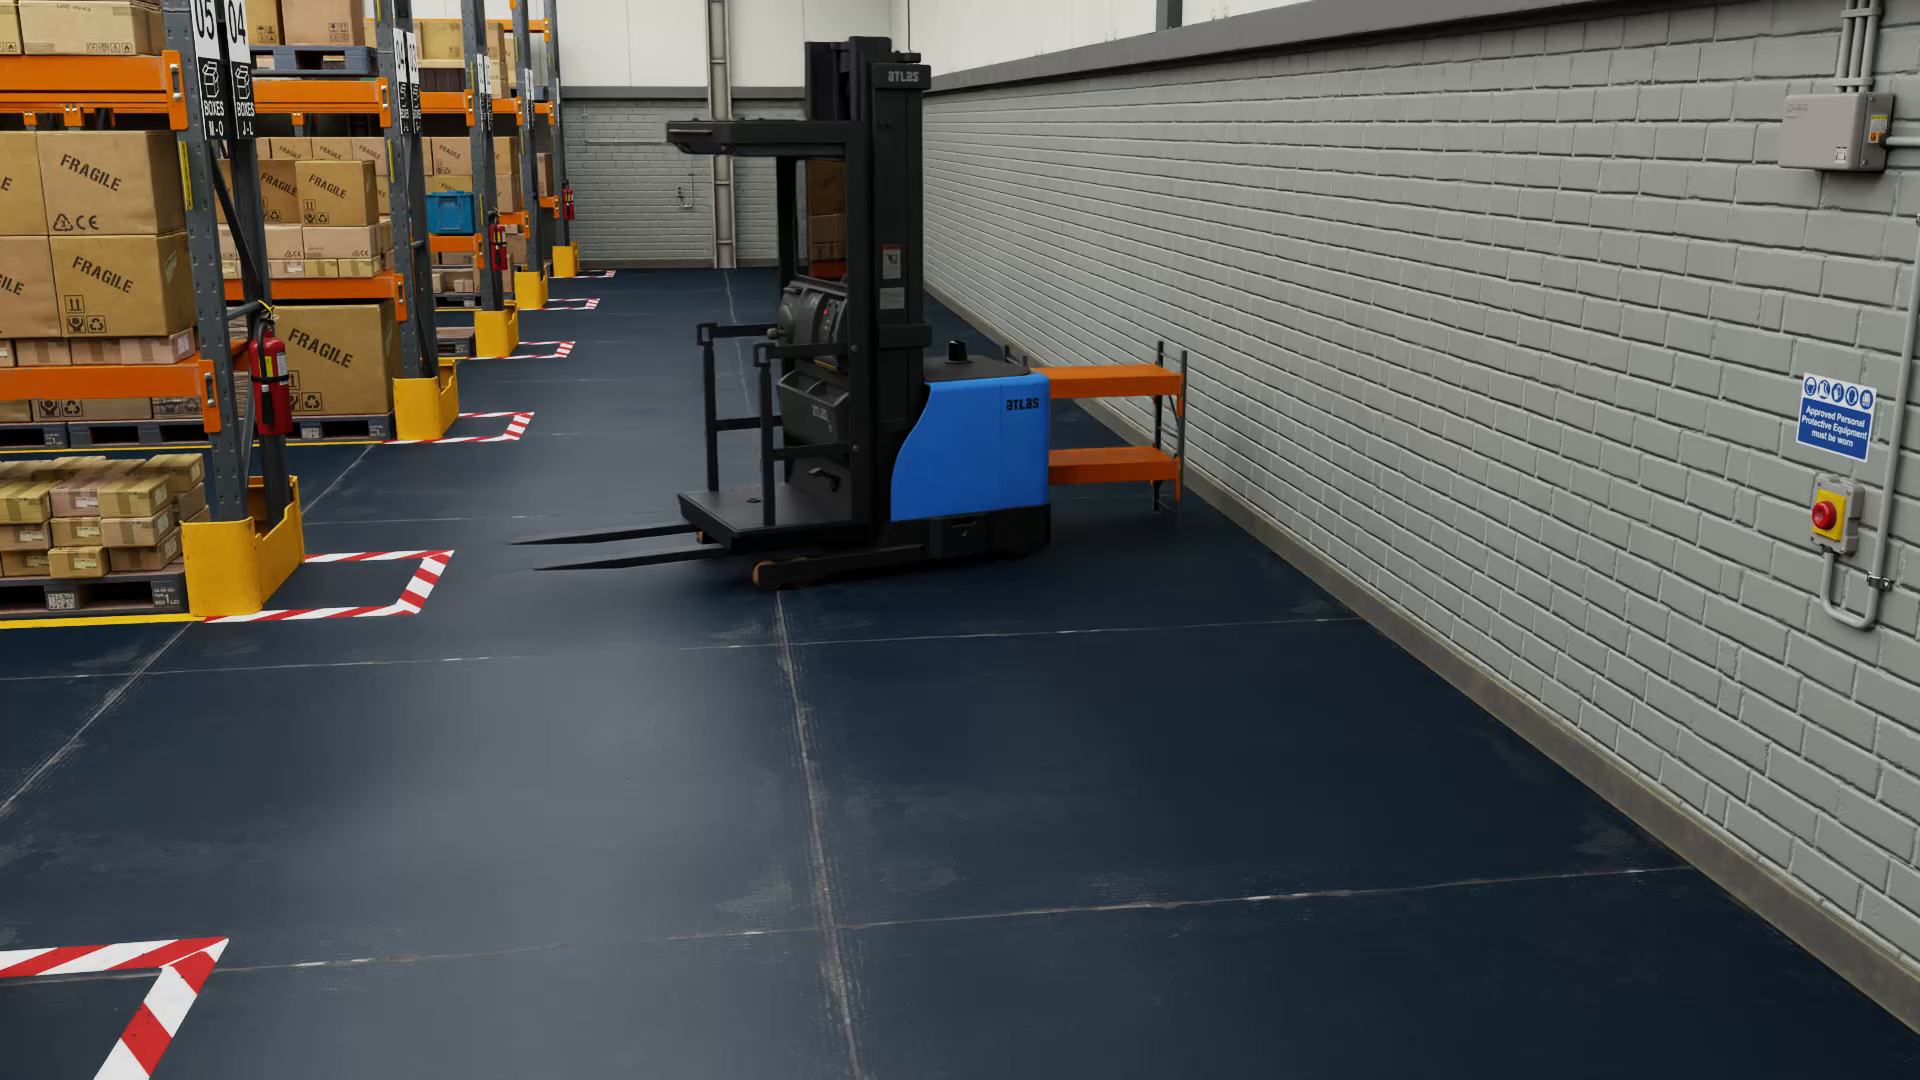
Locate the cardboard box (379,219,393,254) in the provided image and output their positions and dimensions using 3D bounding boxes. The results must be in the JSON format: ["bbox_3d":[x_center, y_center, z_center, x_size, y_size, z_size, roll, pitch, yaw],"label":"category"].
[{"bbox_3d":[-5.001,-2.517,13.790,0.500,0.250,0.500,-2,14,-10],"label":"cardboard box"}]

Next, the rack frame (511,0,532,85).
[{"bbox_3d":[-5.958,-7.691,22.391,0.127,3.000,1.000,-2,14,-8],"label":"rack frame"}]

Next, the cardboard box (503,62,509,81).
[{"bbox_3d":[-6.505,-6.450,22.888,0.500,0.250,0.500,-2,14,-8],"label":"cardboard box"}]

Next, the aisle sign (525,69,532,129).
[{"bbox_3d":[-5.845,-5.971,22.520,0.004,0.787,0.394,-2,14,-8],"label":"aisle sign"}]

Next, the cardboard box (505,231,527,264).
[{"bbox_3d":[-7.377,-4.914,27.927,0.500,0.500,0.700,-2,14,-8],"label":"cardboard box"}]

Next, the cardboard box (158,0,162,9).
[{"bbox_3d":[-4.330,-2.872,8.623,0.500,0.250,0.500,-2,14,-7],"label":"cardboard box"}]

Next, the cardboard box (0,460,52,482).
[{"bbox_3d":[-5.172,-0.328,9.136,0.250,0.149,0.380,-3,14,-11],"label":"cardboard box"}]

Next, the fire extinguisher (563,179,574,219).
[{"bbox_3d":[-6.482,-5.649,27.505,0.183,0.674,0.296,-2,14,-8],"label":"fire extinguisher"}]

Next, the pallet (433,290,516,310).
[{"bbox_3d":[-6.822,-3.397,23.332,1.213,0.211,1.003,-2,14,-8],"label":"pallet"}]

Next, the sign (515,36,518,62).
[{"bbox_3d":[-5.895,-6.531,22.112,0.005,0.325,0.100,-2,14,-8],"label":"sign"}]

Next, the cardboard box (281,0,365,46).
[{"bbox_3d":[-4.992,-4.122,13.051,0.500,0.500,0.700,-3,14,-12],"label":"cardboard box"}]

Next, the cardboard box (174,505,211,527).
[{"bbox_3d":[-4.413,-0.080,9.373,0.250,0.149,0.380,-2,14,-7],"label":"cardboard box"}]

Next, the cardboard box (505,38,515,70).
[{"bbox_3d":[-7.383,-7.879,27.002,0.500,0.500,0.500,-2,14,-8],"label":"cardboard box"}]

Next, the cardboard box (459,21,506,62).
[{"bbox_3d":[-6.464,-6.747,22.532,0.500,0.500,0.700,-2,14,-8],"label":"cardboard box"}]

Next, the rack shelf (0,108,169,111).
[{"bbox_3d":[-11.891,-5.670,21.976,4.000,0.370,1.077,-2,14,-8],"label":"rack shelf"}]

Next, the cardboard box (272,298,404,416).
[{"bbox_3d":[-5.107,-1.529,13.656,0.875,0.875,0.875,-2,14,-8],"label":"cardboard box"}]

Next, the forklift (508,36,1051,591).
[{"bbox_3d":[-1.016,-1.288,9.331,3.031,2.935,1.130,-7,16,-25],"label":"forklift"}]

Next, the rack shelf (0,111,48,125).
[{"bbox_3d":[-16.588,-6.716,26.149,4.000,0.370,1.077,-2,14,-8],"label":"rack shelf"}]

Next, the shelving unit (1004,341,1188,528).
[{"bbox_3d":[0.839,-0.653,10.515,1.048,1.125,0.538,-3,14,-12],"label":"shelving unit"}]

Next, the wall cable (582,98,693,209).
[{"bbox_3d":[-5.575,-6.739,28.840,1.851,1.984,0.084,-2,14,-8],"label":"wall cable"}]

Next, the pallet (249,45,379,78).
[{"bbox_3d":[-5.218,-3.781,13.147,1.213,0.211,1.003,-2,14,-8],"label":"pallet"}]

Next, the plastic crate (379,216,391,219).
[{"bbox_3d":[-6.517,-3.545,18.609,0.298,0.136,0.250,-2,14,-8],"label":"plastic crate"}]

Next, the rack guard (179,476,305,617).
[{"bbox_3d":[-3.922,0.014,9.139,0.348,0.500,1.175,-2,14,-8],"label":"rack guard"}]

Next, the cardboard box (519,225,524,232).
[{"bbox_3d":[-7.283,-5.282,28.058,0.250,0.149,0.380,-2,14,-8],"label":"cardboard box"}]

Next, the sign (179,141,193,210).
[{"bbox_3d":[-3.784,-1.782,8.132,0.005,0.325,0.100,-2,14,-8],"label":"sign"}]

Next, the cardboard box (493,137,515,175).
[{"bbox_3d":[-6.357,-5.232,22.658,0.500,0.500,0.500,-2,14,-9],"label":"cardboard box"}]

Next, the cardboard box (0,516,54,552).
[{"bbox_3d":[-4.840,-0.060,8.679,0.250,0.149,0.380,-3,14,-11],"label":"cardboard box"}]

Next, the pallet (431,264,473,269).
[{"bbox_3d":[-8.683,-4.529,27.847,1.213,0.211,1.003,-2,14,-8],"label":"pallet"}]

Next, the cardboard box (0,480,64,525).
[{"bbox_3d":[-4.827,-0.196,8.610,0.250,0.149,0.380,-2,14,-10],"label":"cardboard box"}]

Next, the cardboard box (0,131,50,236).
[{"bbox_3d":[-4.764,-1.784,8.298,0.500,0.500,0.500,-3,14,-10],"label":"cardboard box"}]

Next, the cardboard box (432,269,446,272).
[{"bbox_3d":[-7.527,-3.673,23.450,0.500,0.250,0.500,-2,14,-8],"label":"cardboard box"}]

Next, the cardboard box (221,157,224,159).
[{"bbox_3d":[-11.577,-5.932,26.851,0.500,0.500,0.500,-2,14,-8],"label":"cardboard box"}]

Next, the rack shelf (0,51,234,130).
[{"bbox_3d":[-5.825,-2.235,8.280,4.000,0.370,1.077,-2,14,-8],"label":"rack shelf"}]

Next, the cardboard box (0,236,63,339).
[{"bbox_3d":[-4.763,-1.299,8.417,0.500,0.500,0.500,-2,14,-9],"label":"cardboard box"}]

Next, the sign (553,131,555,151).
[{"bbox_3d":[-6.633,-6.518,27.179,0.005,0.325,0.100,-2,14,-8],"label":"sign"}]

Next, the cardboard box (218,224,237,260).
[{"bbox_3d":[-5.931,-2.352,13.129,0.500,0.250,0.500,-3,14,-10],"label":"cardboard box"}]

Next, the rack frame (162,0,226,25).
[{"bbox_3d":[-3.847,-4.111,8.117,0.127,3.000,1.000,-2,14,-8],"label":"rack frame"}]

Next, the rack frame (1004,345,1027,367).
[{"bbox_3d":[0.342,-0.628,10.413,0.032,1.125,0.500,-3,14,-12],"label":"rack frame"}]

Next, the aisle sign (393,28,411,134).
[{"bbox_3d":[-4.370,-3.590,13.025,0.004,0.787,0.394,-2,14,-8],"label":"aisle sign"}]

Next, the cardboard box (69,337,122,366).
[{"bbox_3d":[-4.379,-1.000,8.559,0.250,0.149,0.380,-2,14,-8],"label":"cardboard box"}]

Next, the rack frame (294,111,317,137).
[{"bbox_3d":[-10.655,-5.828,27.293,0.127,3.000,1.000,-2,14,-8],"label":"rack frame"}]

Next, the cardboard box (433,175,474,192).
[{"bbox_3d":[-6.873,-4.728,22.704,0.500,0.500,0.500,-2,14,-8],"label":"cardboard box"}]

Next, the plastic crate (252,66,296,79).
[{"bbox_3d":[-7.462,-4.981,17.994,0.530,0.282,0.437,-2,14,-8],"label":"plastic crate"}]

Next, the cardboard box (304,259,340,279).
[{"bbox_3d":[-5.046,-2.174,13.242,0.250,0.149,0.380,-2,14,-8],"label":"cardboard box"}]

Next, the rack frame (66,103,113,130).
[{"bbox_3d":[-9.179,-3.445,17.791,0.127,3.000,1.000,-2,14,-8],"label":"rack frame"}]

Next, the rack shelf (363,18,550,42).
[{"bbox_3d":[-8.678,-8.267,26.988,4.000,0.370,1.077,-2,14,-8],"label":"rack shelf"}]

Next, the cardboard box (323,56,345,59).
[{"bbox_3d":[-8.429,-6.655,22.165,0.500,0.500,0.700,-2,14,-8],"label":"cardboard box"}]

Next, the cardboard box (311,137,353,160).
[{"bbox_3d":[-8.387,-5.156,22.356,0.500,0.500,0.500,-3,14,-10],"label":"cardboard box"}]

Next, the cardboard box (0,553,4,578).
[{"bbox_3d":[-5.092,0.081,8.728,0.250,0.149,0.380,-2,14,-8],"label":"cardboard box"}]
